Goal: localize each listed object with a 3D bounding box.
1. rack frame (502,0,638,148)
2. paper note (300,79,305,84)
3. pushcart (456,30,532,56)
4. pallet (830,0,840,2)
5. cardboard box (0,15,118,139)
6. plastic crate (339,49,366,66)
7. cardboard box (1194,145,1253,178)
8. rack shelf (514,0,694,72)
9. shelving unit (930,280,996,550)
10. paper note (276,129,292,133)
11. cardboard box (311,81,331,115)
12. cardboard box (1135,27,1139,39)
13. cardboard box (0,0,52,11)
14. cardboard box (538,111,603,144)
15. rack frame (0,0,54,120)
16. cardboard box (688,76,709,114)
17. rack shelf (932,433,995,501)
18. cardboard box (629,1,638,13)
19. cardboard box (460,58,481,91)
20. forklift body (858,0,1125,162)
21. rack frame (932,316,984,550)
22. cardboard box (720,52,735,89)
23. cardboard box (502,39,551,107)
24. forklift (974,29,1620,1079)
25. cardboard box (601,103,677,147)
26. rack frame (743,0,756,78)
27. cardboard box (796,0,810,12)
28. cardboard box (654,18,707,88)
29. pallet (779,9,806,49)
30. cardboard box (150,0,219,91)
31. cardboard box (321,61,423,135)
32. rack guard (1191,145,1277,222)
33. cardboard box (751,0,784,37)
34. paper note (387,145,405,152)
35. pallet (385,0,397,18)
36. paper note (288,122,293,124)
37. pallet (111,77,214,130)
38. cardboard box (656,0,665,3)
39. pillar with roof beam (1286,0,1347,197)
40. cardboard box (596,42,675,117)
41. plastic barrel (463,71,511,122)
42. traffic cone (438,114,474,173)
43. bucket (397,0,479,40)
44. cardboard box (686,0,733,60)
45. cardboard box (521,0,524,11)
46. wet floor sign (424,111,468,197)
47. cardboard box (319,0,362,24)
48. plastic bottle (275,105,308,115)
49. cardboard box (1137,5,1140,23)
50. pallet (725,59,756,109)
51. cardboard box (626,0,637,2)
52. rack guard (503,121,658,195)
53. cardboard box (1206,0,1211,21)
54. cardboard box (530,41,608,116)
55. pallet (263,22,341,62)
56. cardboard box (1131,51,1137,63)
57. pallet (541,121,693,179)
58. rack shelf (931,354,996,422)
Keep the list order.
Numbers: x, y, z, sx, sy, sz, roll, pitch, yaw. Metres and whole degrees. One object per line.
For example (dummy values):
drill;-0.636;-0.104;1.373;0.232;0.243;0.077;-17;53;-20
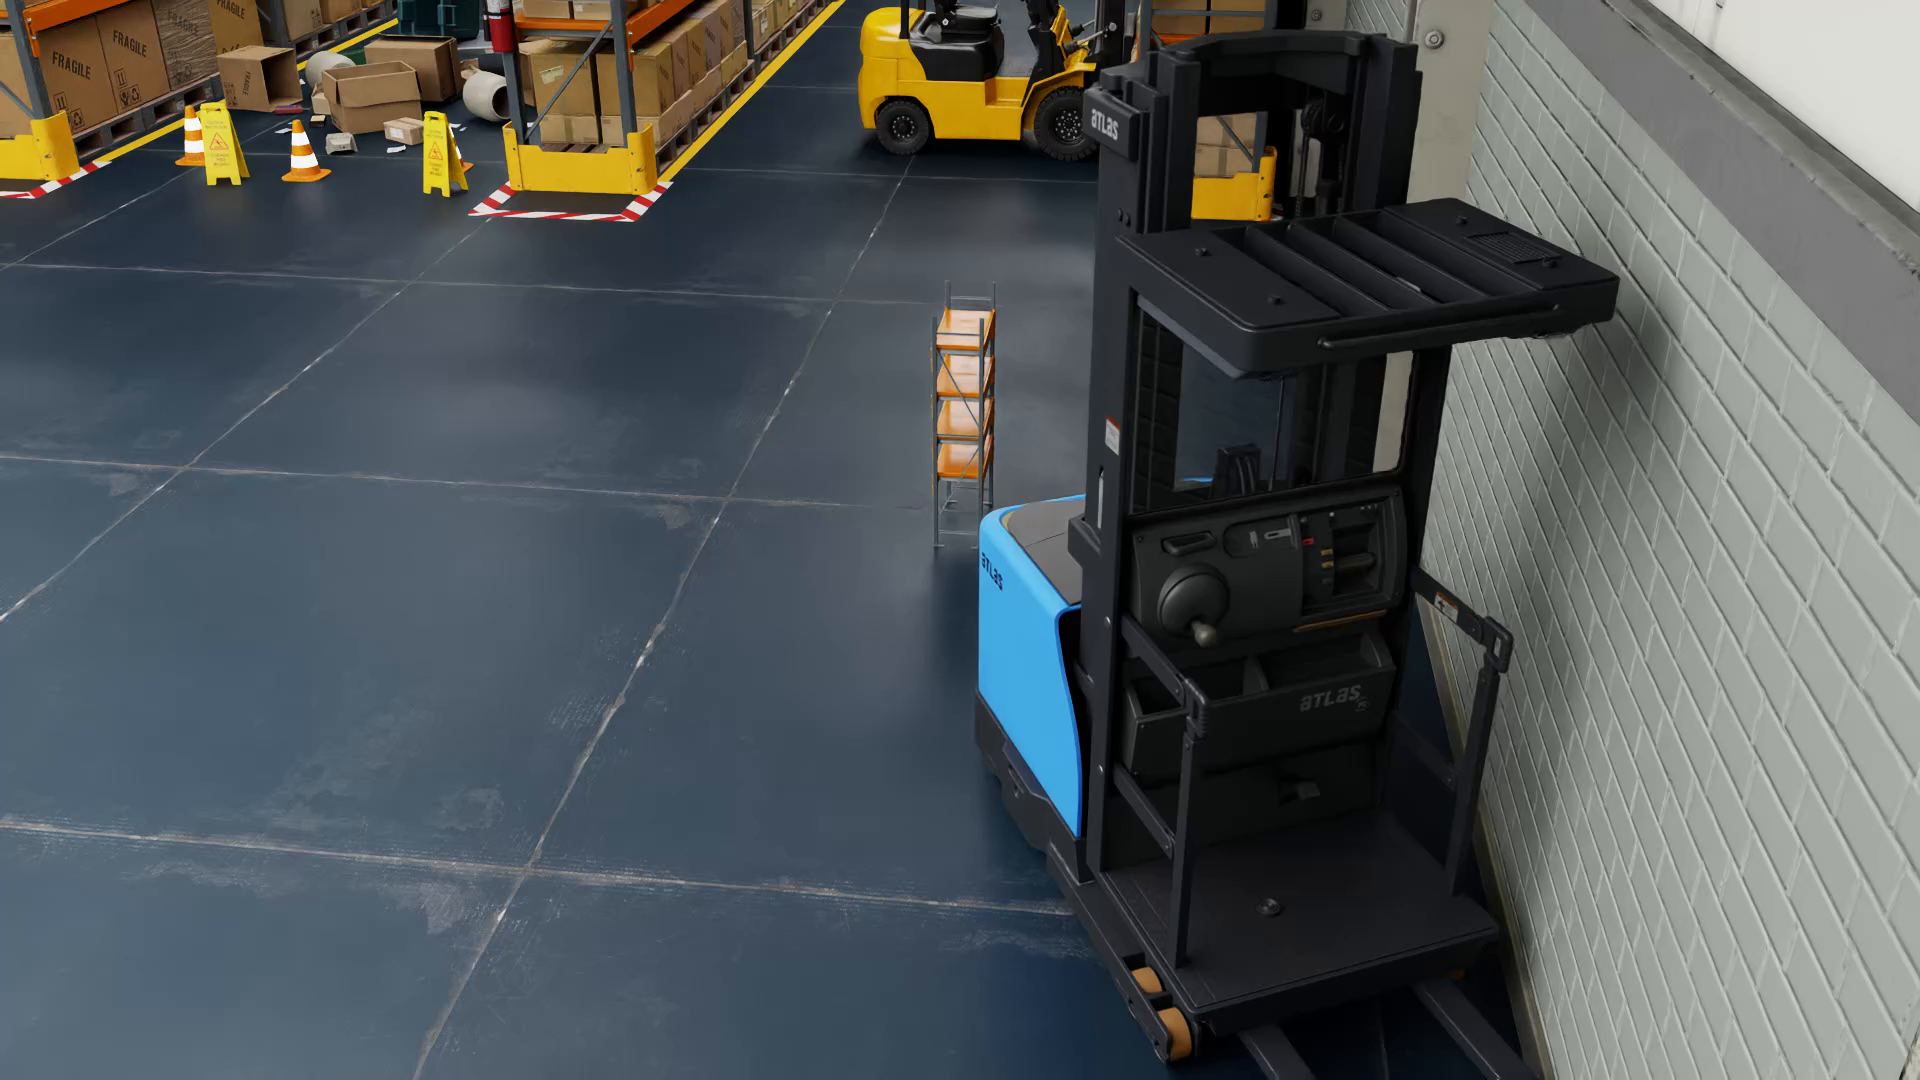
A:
rack frame;-3.087;-4.181;12.848;1.000;3.000;0.127;3;28;6
paper note;-6.706;-4.628;16.808;0.147;0.020;0.142;-17;33;-29
pushcart;-4.866;-5.018;17.167;1.648;0.377;0.936;-6;29;-11
pallet;-1.936;-7.086;21.180;1.003;0.211;1.213;3;28;6
cardboard box;-7.995;-3.994;14.298;0.875;0.875;0.875;4;29;6
plastic crate;-6.244;-4.933;17.149;0.450;0.188;0.662;9;28;37
cardboard box;2.094;-3.088;13.276;0.500;0.250;0.500;3;29;6
rack shelf;-2.842;-4.806;14.766;1.077;0.370;4.000;3;28;6
shelving unit;0.020;-0.606;8.110;0.258;1.200;0.503;3;28;6
paper note;-6.141;-3.733;15.149;0.144;0.017;0.142;14;31;24
cardboard box;-5.905;-4.184;15.737;0.396;0.266;0.258;8;29;15
cardboard box;1.764;-4.261;14.398;0.500;0.250;0.500;3;28;5
cardboard box;-8.012;-4.664;13.587;0.875;0.550;0.550;3;28;6
cardboard box;-3.252;-3.563;14.157;0.500;0.250;0.500;3;28;6
rack frame;-8.013;-4.421;13.294;1.000;3.000;0.127;3;28;6
cardboard box;-2.590;-4.016;14.999;0.500;0.250;0.500;5;29;10
rack shelf;0.020;-0.372;8.236;0.258;0.148;0.480;3;28;6
cardboard box;-2.824;-4.338;13.404;0.380;0.149;0.250;4;29;7
cardboard box;-4.827;-4.601;16.511;0.258;0.266;0.396;-17;33;-29
forklift body;0.261;-4.519;14.371;2.313;2.155;1.214;3;28;6
rack frame;-0.010;-0.491;7.897;0.240;1.200;0.015;3;28;6
cardboard box;-2.458;-4.493;15.884;0.500;0.250;0.500;3;28;5
cardboard box;-4.079;-4.539;16.146;0.500;0.500;0.500;-24;36;-37
forklift;1.034;0.124;4.930;1.130;2.935;3.031;-10;30;-17
cardboard box;-2.714;-3.519;14.076;0.500;0.250;0.500;3;28;6
rack frame;-2.597;-6.064;16.343;1.000;3.000;0.127;3;28;6
cardboard box;-2.269;-6.362;19.223;0.950;0.372;0.625;3;28;5
cardboard box;-2.583;-4.342;14.813;0.500;0.500;0.500;4;29;7
pallet;-2.356;-5.779;18.754;1.003;0.211;1.213;3;28;6
cardboard box;-7.776;-4.837;15.863;0.875;0.875;0.875;4;29;7
cardboard box;-5.385;-4.056;15.248;0.797;0.503;0.637;-17;33;-29
rack guard;1.836;-2.782;12.888;1.175;0.500;0.348;3;28;6
cardboard box;-2.451;-5.677;17.954;0.950;0.372;0.625;5;29;9
paper note;-4.947;-3.434;14.593;0.148;0.019;0.142;-6;29;-11
pallet;-7.204;-6.592;20.264;1.003;0.211;1.213;3;28;6
paper note;-6.179;-3.877;15.437;0.032;0.001;0.123;20;34;32
pallet;-7.840;-4.147;15.725;1.003;0.211;1.213;3;28;6
cardboard box;-2.634;-4.575;13.844;0.380;0.149;0.250;4;29;7
pillar with roof beam;-1.453;-7.061;11.868;9.100;9.000;0.400;3;28;6
cardboard box;-2.712;-3.860;13.918;0.500;0.500;0.500;2;28;4
plastic barrel;-4.337;-4.107;15.427;0.421;0.421;0.512;-24;36;-37
traffic cone;-4.315;-3.341;13.965;0.336;0.463;0.334;3;28;6
bucket;-5.251;-5.334;16.837;0.726;0.611;0.620;14;21;24
cardboard box;-2.464;-4.835;15.727;0.500;0.500;0.500;4;29;7
cardboard box;-3.333;-4.385;13.491;0.380;0.149;0.250;3;28;6
wet floor sign;-4.173;-3.117;13.356;0.267;0.644;0.232;14;31;24
cardboard box;-7.414;-6.250;18.617;1.050;0.750;0.750;3;28;6
plastic bottle;-6.331;-4.080;15.759;0.283;0.061;0.133;-6;29;-11
cardboard box;1.886;-4.742;15.292;0.500;0.250;0.500;3;28;6
pallet;-2.645;-4.518;16.414;1.003;0.211;1.213;3;28;6
cardboard box;-2.754;-4.563;13.138;0.500;0.500;0.500;3;28;5
rack guard;-3.078;-3.116;13.507;1.175;0.500;0.348;3;28;6
cardboard box;2.217;-4.402;13.153;0.500;0.500;0.500;4;29;8
cardboard box;-3.248;-3.878;13.951;0.500;0.500;0.500;4;29;7
pallet;-7.503;-5.444;18.132;1.003;0.211;1.213;3;28;6
cardboard box;1.643;-3.784;13.514;0.500;0.250;0.500;4;29;7
pallet;-2.944;-3.369;14.282;1.003;0.211;1.213;3;28;6
rack shelf;0.020;-0.744;8.036;0.258;0.148;0.480;3;28;6
